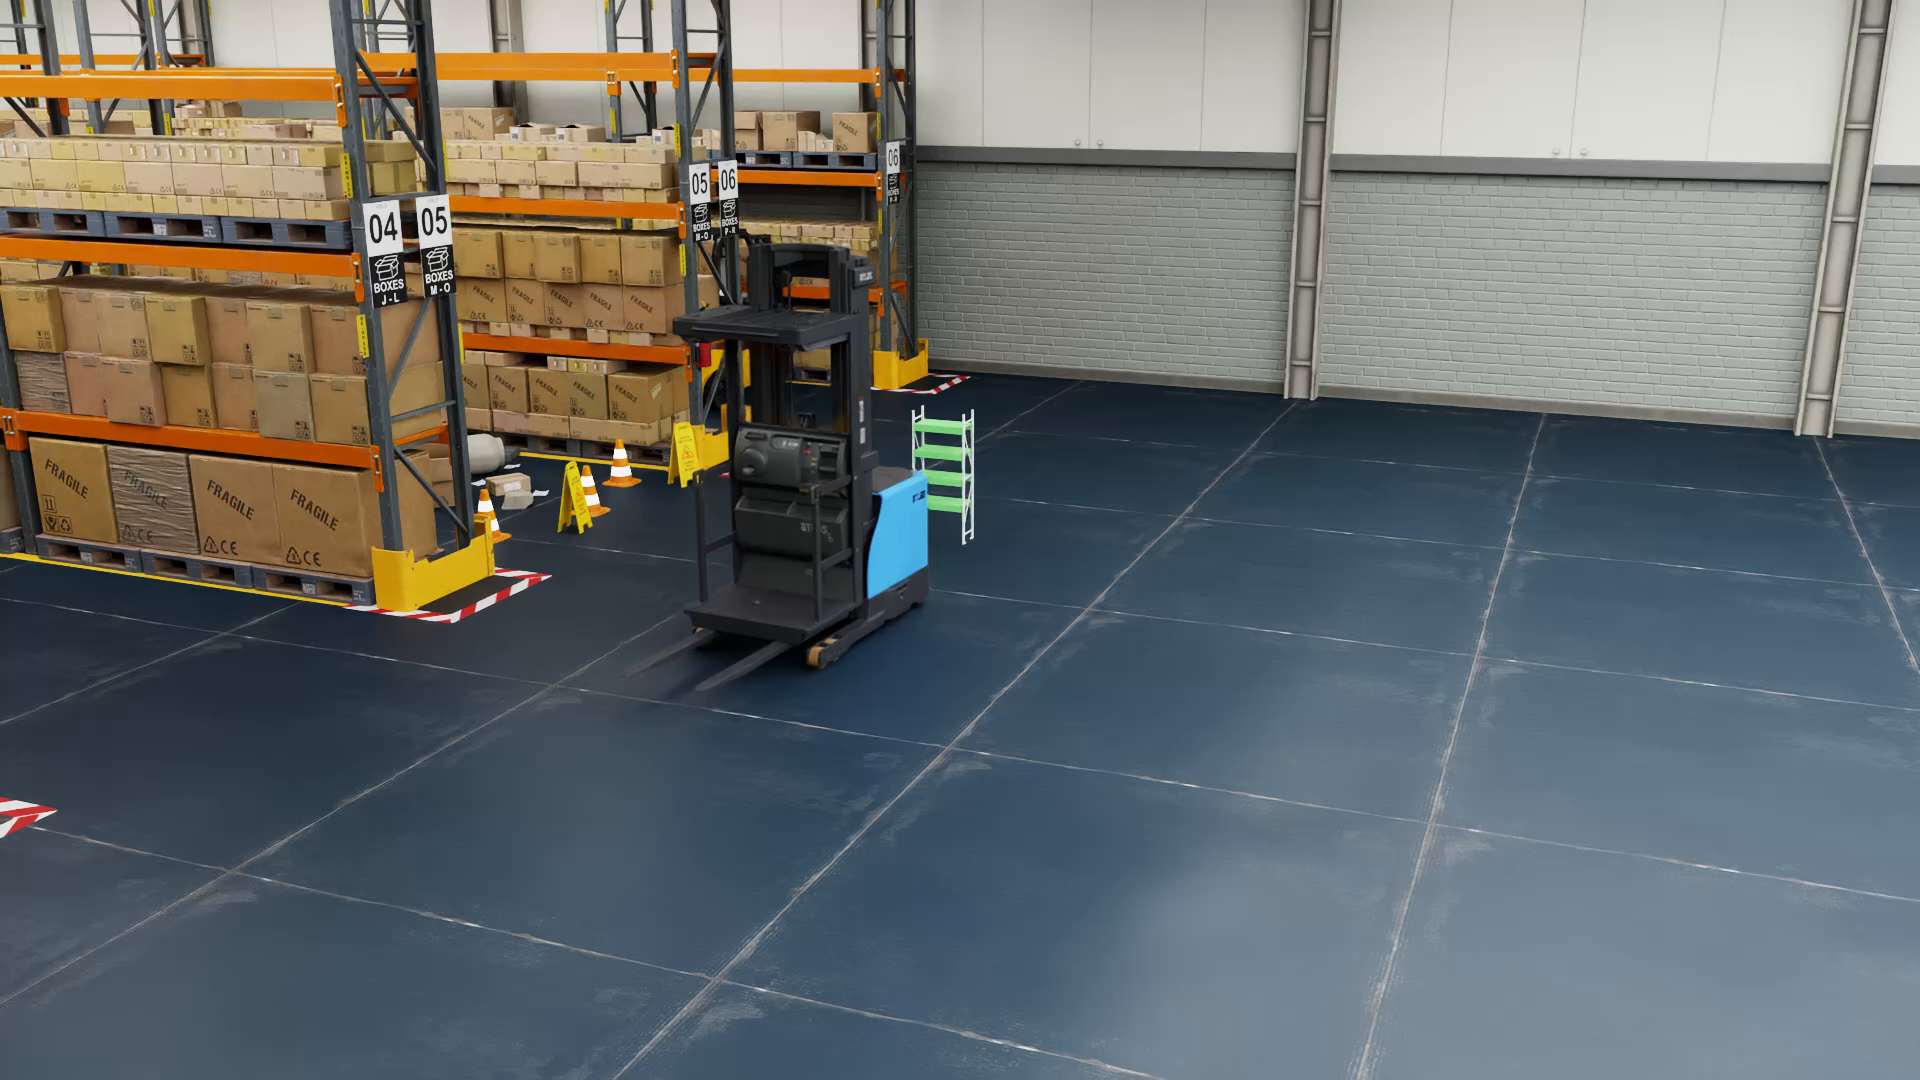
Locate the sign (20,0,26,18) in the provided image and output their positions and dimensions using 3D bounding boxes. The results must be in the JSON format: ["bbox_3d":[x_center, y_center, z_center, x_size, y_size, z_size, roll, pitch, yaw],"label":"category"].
[{"bbox_3d":[-15.485,-8.797,27.451,0.005,0.325,0.100,6,17,21],"label":"sign"}]

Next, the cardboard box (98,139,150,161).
[{"bbox_3d":[-6.686,-3.137,13.383,0.250,0.149,0.380,6,17,21],"label":"cardboard box"}]

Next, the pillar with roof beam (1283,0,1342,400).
[{"bbox_3d":[2.861,-5.068,16.567,0.400,9.000,9.100,6,17,21],"label":"pillar with roof beam"}]

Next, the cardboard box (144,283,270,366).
[{"bbox_3d":[-6.252,-1.814,13.914,0.500,0.550,0.875,6,17,21],"label":"cardboard box"}]

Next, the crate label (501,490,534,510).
[{"bbox_3d":[-4.360,-0.401,16.386,0.298,0.136,0.250,-2,16,-8],"label":"crate label"}]

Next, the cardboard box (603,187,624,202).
[{"bbox_3d":[-3.554,-3.661,17.552,0.250,0.149,0.380,7,18,22],"label":"cardboard box"}]

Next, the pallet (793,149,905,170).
[{"bbox_3d":[-1.472,-5.090,22.179,1.213,0.211,1.003,6,17,21],"label":"pallet"}]

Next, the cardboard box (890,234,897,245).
[{"bbox_3d":[-1.044,-4.074,22.560,0.250,0.149,0.380,6,17,19],"label":"cardboard box"}]

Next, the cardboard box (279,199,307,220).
[{"bbox_3d":[-5.031,-2.572,12.868,0.250,0.149,0.380,6,17,21],"label":"cardboard box"}]

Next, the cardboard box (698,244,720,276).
[{"bbox_3d":[-3.265,-3.856,22.973,0.500,0.500,0.500,6,17,20],"label":"cardboard box"}]

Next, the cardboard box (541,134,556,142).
[{"bbox_3d":[-5.679,-5.625,23.383,0.250,0.149,0.380,6,17,20],"label":"cardboard box"}]

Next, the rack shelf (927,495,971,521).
[{"bbox_3d":[-0.154,-0.301,15.226,0.480,0.148,0.258,6,17,21],"label":"rack shelf"}]

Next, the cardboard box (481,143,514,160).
[{"bbox_3d":[-4.957,-4.201,17.980,0.250,0.149,0.380,6,17,20],"label":"cardboard box"}]

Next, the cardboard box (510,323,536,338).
[{"bbox_3d":[-4.756,-2.346,18.401,0.250,0.149,0.380,6,17,20],"label":"cardboard box"}]

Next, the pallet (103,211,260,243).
[{"bbox_3d":[-6.196,-2.626,13.694,1.213,0.211,1.003,6,17,21],"label":"pallet"}]

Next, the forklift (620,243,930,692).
[{"bbox_3d":[-1.347,-0.612,12.101,1.130,2.935,3.031,8,18,25],"label":"forklift"}]

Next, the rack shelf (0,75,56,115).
[{"bbox_3d":[-9.945,-3.988,14.853,4.000,0.370,1.077,6,17,21],"label":"rack shelf"}]

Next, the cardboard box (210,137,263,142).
[{"bbox_3d":[-5.977,-3.256,13.793,0.250,0.149,0.380,7,17,21],"label":"cardboard box"}]

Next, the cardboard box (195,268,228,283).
[{"bbox_3d":[-8.766,-3.325,19.859,0.500,0.500,0.500,7,17,22],"label":"cardboard box"}]

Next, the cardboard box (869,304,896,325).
[{"bbox_3d":[-1.201,-3.072,22.837,0.500,0.250,0.500,6,17,20],"label":"cardboard box"}]

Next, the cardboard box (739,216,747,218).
[{"bbox_3d":[-3.178,-4.469,23.386,0.250,0.149,0.380,6,17,20],"label":"cardboard box"}]

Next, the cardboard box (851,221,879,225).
[{"bbox_3d":[-1.282,-4.248,22.626,0.250,0.149,0.380,7,18,23],"label":"cardboard box"}]

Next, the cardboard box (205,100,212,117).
[{"bbox_3d":[-11.677,-6.738,25.940,0.258,0.266,0.396,6,17,20],"label":"cardboard box"}]

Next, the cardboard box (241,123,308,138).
[{"bbox_3d":[-7.906,-4.669,19.192,0.500,0.250,0.500,7,17,22],"label":"cardboard box"}]

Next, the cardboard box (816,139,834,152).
[{"bbox_3d":[-1.706,-5.188,21.878,0.250,0.149,0.380,6,17,19],"label":"cardboard box"}]

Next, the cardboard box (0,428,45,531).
[{"bbox_3d":[-8.695,-0.601,15.222,0.750,0.750,1.050,6,17,20],"label":"cardboard box"}]

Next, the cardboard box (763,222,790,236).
[{"bbox_3d":[-2.458,-4.201,22.465,0.250,0.149,0.380,7,17,22],"label":"cardboard box"}]

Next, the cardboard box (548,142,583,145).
[{"bbox_3d":[-4.301,-4.281,18.255,0.250,0.149,0.380,7,17,22],"label":"cardboard box"}]

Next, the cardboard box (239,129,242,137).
[{"bbox_3d":[-10.671,-6.144,25.170,0.250,0.149,0.380,7,17,22],"label":"cardboard box"}]

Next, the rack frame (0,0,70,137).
[{"bbox_3d":[-8.085,-4.321,13.993,0.127,3.000,1.000,6,17,21],"label":"rack frame"}]

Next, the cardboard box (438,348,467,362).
[{"bbox_3d":[-5.818,-2.128,18.870,0.250,0.149,0.380,7,17,21],"label":"cardboard box"}]

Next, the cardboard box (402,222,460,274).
[{"bbox_3d":[-6.033,-3.304,18.743,0.500,0.500,0.700,6,17,20],"label":"cardboard box"}]

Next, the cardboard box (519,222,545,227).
[{"bbox_3d":[-6.143,-4.482,23.964,0.250,0.149,0.380,6,17,21],"label":"cardboard box"}]

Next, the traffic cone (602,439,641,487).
[{"bbox_3d":[-3.515,-0.816,17.230,0.334,0.463,0.336,6,17,21],"label":"traffic cone"}]

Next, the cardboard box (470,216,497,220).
[{"bbox_3d":[-7.132,-4.762,24.931,0.250,0.149,0.380,6,17,20],"label":"cardboard box"}]

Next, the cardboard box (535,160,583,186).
[{"bbox_3d":[-4.168,-3.922,17.735,0.500,0.250,0.500,7,18,22],"label":"cardboard box"}]

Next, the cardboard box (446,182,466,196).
[{"bbox_3d":[-5.450,-3.884,18.320,0.250,0.149,0.380,7,18,22],"label":"cardboard box"}]

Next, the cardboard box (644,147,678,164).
[{"bbox_3d":[-3.064,-3.986,17.238,0.250,0.149,0.380,6,17,21],"label":"cardboard box"}]

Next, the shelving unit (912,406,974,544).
[{"bbox_3d":[-0.154,-0.593,15.141,0.503,1.200,0.258,6,17,21],"label":"shelving unit"}]

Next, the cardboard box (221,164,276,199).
[{"bbox_3d":[-5.386,-2.821,13.008,0.500,0.250,0.500,6,17,21],"label":"cardboard box"}]

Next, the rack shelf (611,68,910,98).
[{"bbox_3d":[-2.684,-6.160,22.337,4.000,0.370,1.077,6,17,21],"label":"rack shelf"}]

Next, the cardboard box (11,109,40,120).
[{"bbox_3d":[-14.921,-6.833,26.866,0.500,0.250,0.500,6,17,20],"label":"cardboard box"}]

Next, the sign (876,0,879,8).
[{"bbox_3d":[-1.036,-6.841,20.856,0.005,0.325,0.100,6,17,21],"label":"sign"}]

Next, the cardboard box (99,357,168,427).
[{"bbox_3d":[-6.758,-1.341,14.220,0.550,0.550,0.875,6,17,21],"label":"cardboard box"}]

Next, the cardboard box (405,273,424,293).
[{"bbox_3d":[-6.055,-2.807,18.827,0.500,0.500,0.500,6,17,20],"label":"cardboard box"}]

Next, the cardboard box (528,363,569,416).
[{"bbox_3d":[-4.436,-1.686,18.512,0.500,0.500,0.500,6,17,19],"label":"cardboard box"}]

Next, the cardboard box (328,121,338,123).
[{"bbox_3d":[-9.166,-6.160,24.730,0.250,0.149,0.380,6,17,19],"label":"cardboard box"}]

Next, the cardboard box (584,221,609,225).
[{"bbox_3d":[-5.255,-4.540,24.164,0.250,0.149,0.380,6,17,20],"label":"cardboard box"}]

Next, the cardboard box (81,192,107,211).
[{"bbox_3d":[-6.923,-2.780,13.585,0.250,0.149,0.380,6,17,20],"label":"cardboard box"}]

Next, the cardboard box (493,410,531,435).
[{"bbox_3d":[-4.917,-1.379,18.800,0.500,0.250,0.500,6,17,20],"label":"cardboard box"}]

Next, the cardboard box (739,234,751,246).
[{"bbox_3d":[-2.913,-4.117,22.708,0.250,0.149,0.380,6,17,19],"label":"cardboard box"}]

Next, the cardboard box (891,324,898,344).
[{"bbox_3d":[-1.185,-2.836,22.919,0.500,0.250,0.500,7,17,22],"label":"cardboard box"}]

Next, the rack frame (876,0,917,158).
[{"bbox_3d":[-0.823,-6.493,21.477,0.127,3.000,1.000,6,17,21],"label":"rack frame"}]

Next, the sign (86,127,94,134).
[{"bbox_3d":[-10.295,-4.727,19.702,0.005,0.325,0.100,6,17,21],"label":"sign"}]

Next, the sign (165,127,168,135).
[{"bbox_3d":[-9.882,-4.972,20.690,0.005,0.325,0.100,6,17,21],"label":"sign"}]

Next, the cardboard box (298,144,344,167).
[{"bbox_3d":[-4.801,-2.929,12.668,0.250,0.149,0.380,6,17,21],"label":"cardboard box"}]

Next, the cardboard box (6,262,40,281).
[{"bbox_3d":[-11.589,-3.393,20.931,0.500,0.250,0.500,6,17,19],"label":"cardboard box"}]
